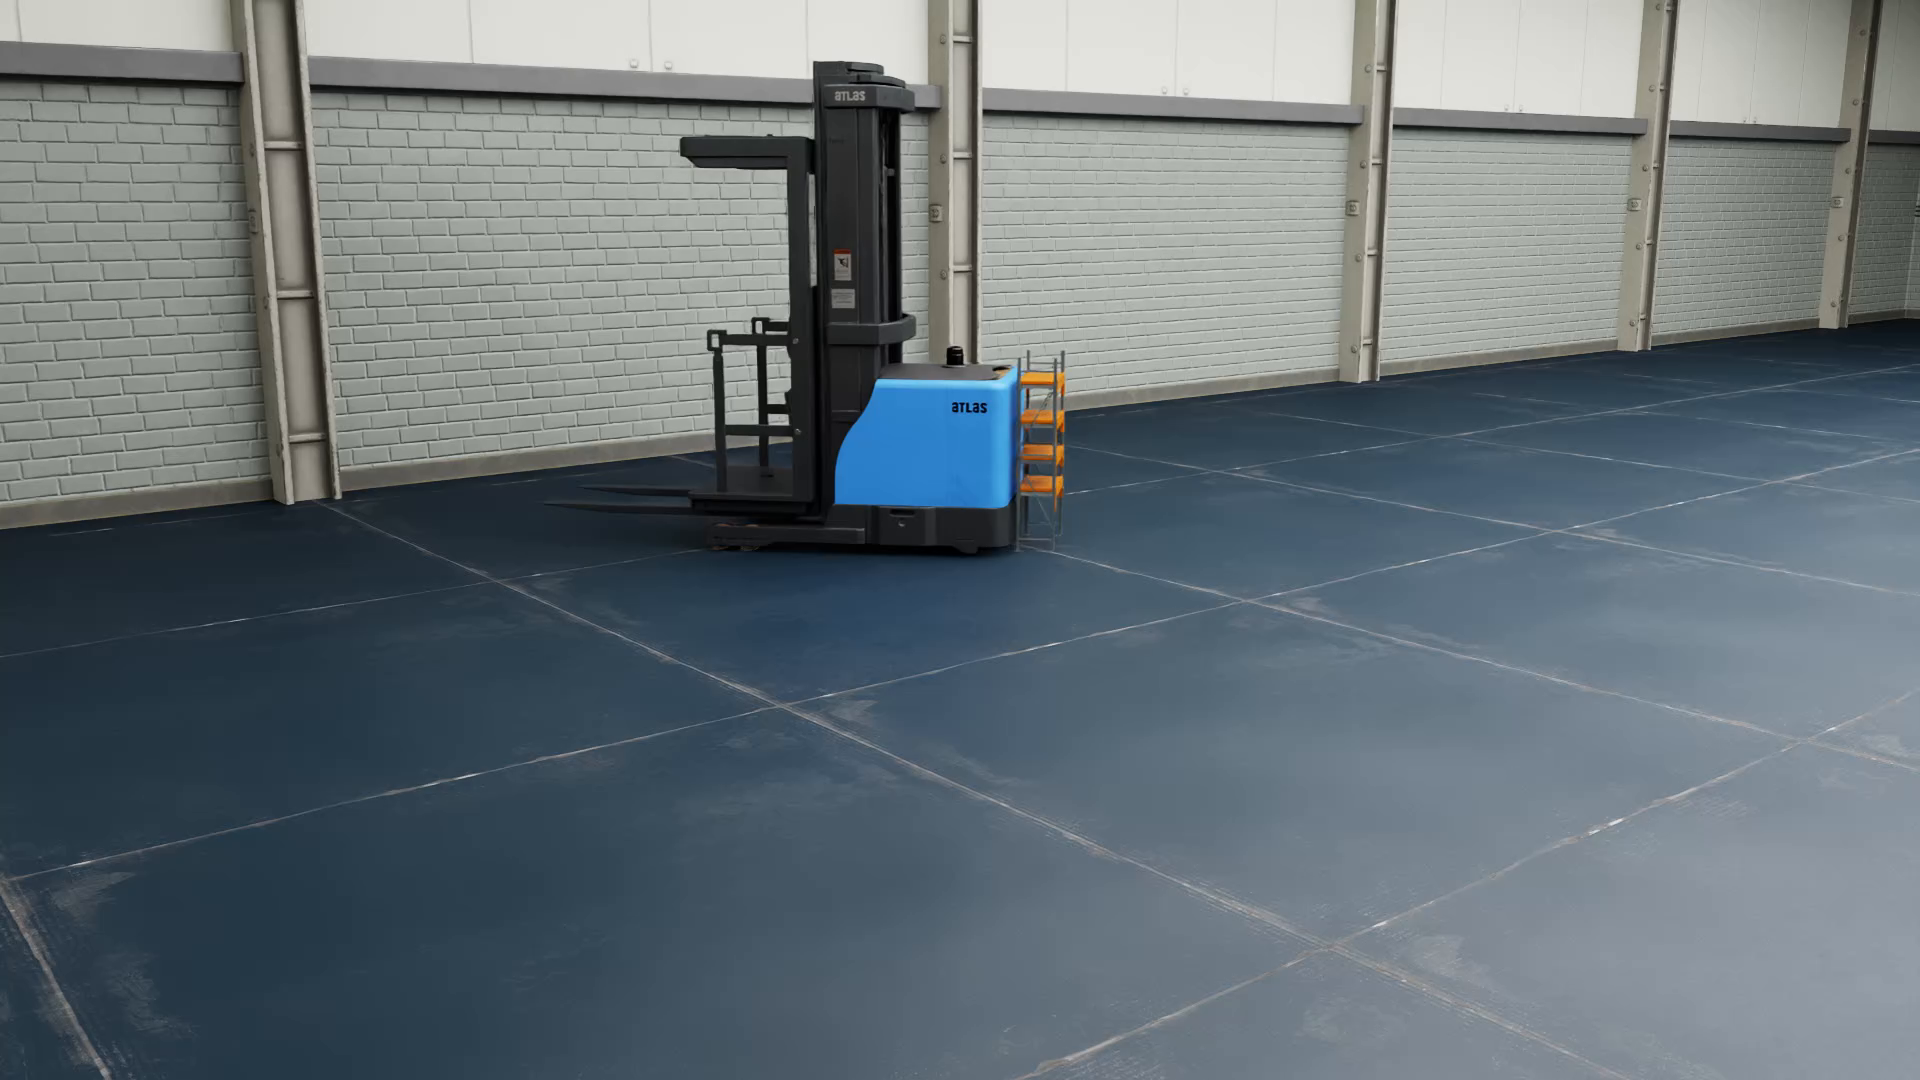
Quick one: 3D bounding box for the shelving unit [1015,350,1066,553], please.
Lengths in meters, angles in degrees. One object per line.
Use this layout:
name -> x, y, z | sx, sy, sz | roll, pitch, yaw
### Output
shelving unit -> 0.503, -0.562, 10.383 | 0.258, 1.200, 0.503 | 2, 12, 8

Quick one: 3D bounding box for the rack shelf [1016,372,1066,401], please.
rack shelf -> 0.504, -0.946, 10.302 | 0.258, 0.148, 0.480 | 2, 12, 8

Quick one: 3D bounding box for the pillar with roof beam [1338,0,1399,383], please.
pillar with roof beam -> 7.332, -5.563, 15.161 | 0.400, 9.000, 9.100 | -9, 15, -38

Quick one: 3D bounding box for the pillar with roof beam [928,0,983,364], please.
pillar with roof beam -> 2.647, -4.784, 11.495 | 0.400, 9.000, 9.100 | -9, 15, -38

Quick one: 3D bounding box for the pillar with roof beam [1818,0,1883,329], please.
pillar with roof beam -> 16.702, -7.120, 22.494 | 0.400, 9.000, 9.100 | -9, 15, -38

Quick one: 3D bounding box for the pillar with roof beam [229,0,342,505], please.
pillar with roof beam -> -2.039, -4.006, 7.828 | 0.400, 9.000, 9.100 | -9, 15, -38

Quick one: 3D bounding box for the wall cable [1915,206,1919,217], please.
wall cable -> 17.139, -6.467, 26.895 | 0.112, 2.526, 3.097 | -9, 15, -38

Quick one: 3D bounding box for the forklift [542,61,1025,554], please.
forklift -> -1.134, -1.470, 10.495 | 3.031, 2.935, 1.130 | 2, 12, 9

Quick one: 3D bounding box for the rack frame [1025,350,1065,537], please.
rack frame -> 0.540, -0.612, 10.619 | 0.240, 1.200, 0.015 | 2, 12, 8

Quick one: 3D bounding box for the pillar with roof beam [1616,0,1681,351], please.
pillar with roof beam -> 12.017, -6.341, 18.828 | 0.400, 9.000, 9.100 | -9, 15, -38

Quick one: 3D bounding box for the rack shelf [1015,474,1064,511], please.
rack shelf -> 0.503, -0.301, 10.439 | 0.258, 0.148, 0.480 | 2, 12, 8

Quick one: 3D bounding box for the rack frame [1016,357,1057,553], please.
rack frame -> 0.466, -0.511, 10.147 | 0.240, 1.200, 0.015 | 2, 12, 8

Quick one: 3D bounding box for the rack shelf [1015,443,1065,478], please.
rack shelf -> 0.503, -0.496, 10.397 | 0.258, 0.148, 0.480 | 2, 12, 8

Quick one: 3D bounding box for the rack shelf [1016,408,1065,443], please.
rack shelf -> 0.504, -0.715, 10.351 | 0.258, 0.148, 0.480 | 2, 12, 8
